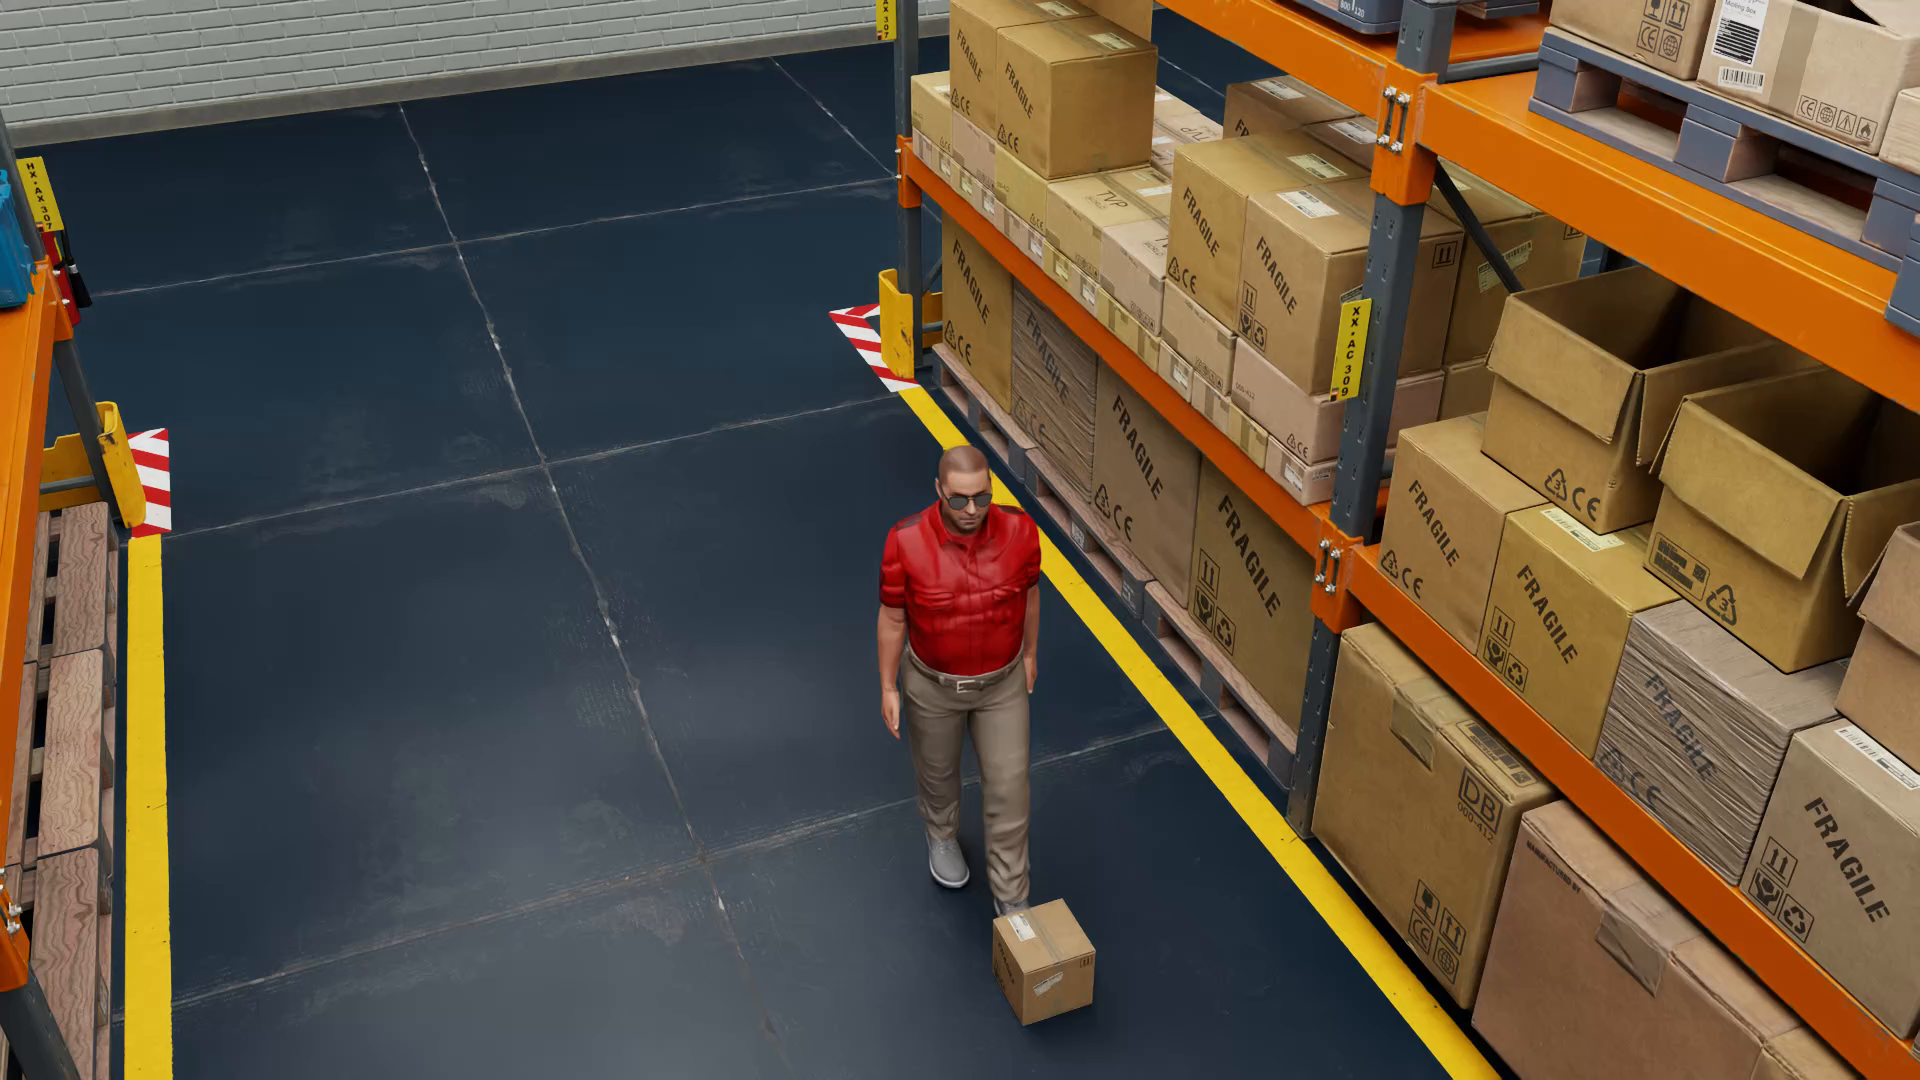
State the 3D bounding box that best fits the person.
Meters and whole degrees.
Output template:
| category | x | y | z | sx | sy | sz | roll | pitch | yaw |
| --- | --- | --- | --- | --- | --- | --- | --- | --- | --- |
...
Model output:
| category | x | y | z | sx | sy | sz | roll | pitch | yaw |
| --- | --- | --- | --- | --- | --- | --- | --- | --- | --- |
| person | 0.028 | 0.532 | 5.328 | 0.551 | 1.715 | 0.732 | -5 | 34 | -7 |
